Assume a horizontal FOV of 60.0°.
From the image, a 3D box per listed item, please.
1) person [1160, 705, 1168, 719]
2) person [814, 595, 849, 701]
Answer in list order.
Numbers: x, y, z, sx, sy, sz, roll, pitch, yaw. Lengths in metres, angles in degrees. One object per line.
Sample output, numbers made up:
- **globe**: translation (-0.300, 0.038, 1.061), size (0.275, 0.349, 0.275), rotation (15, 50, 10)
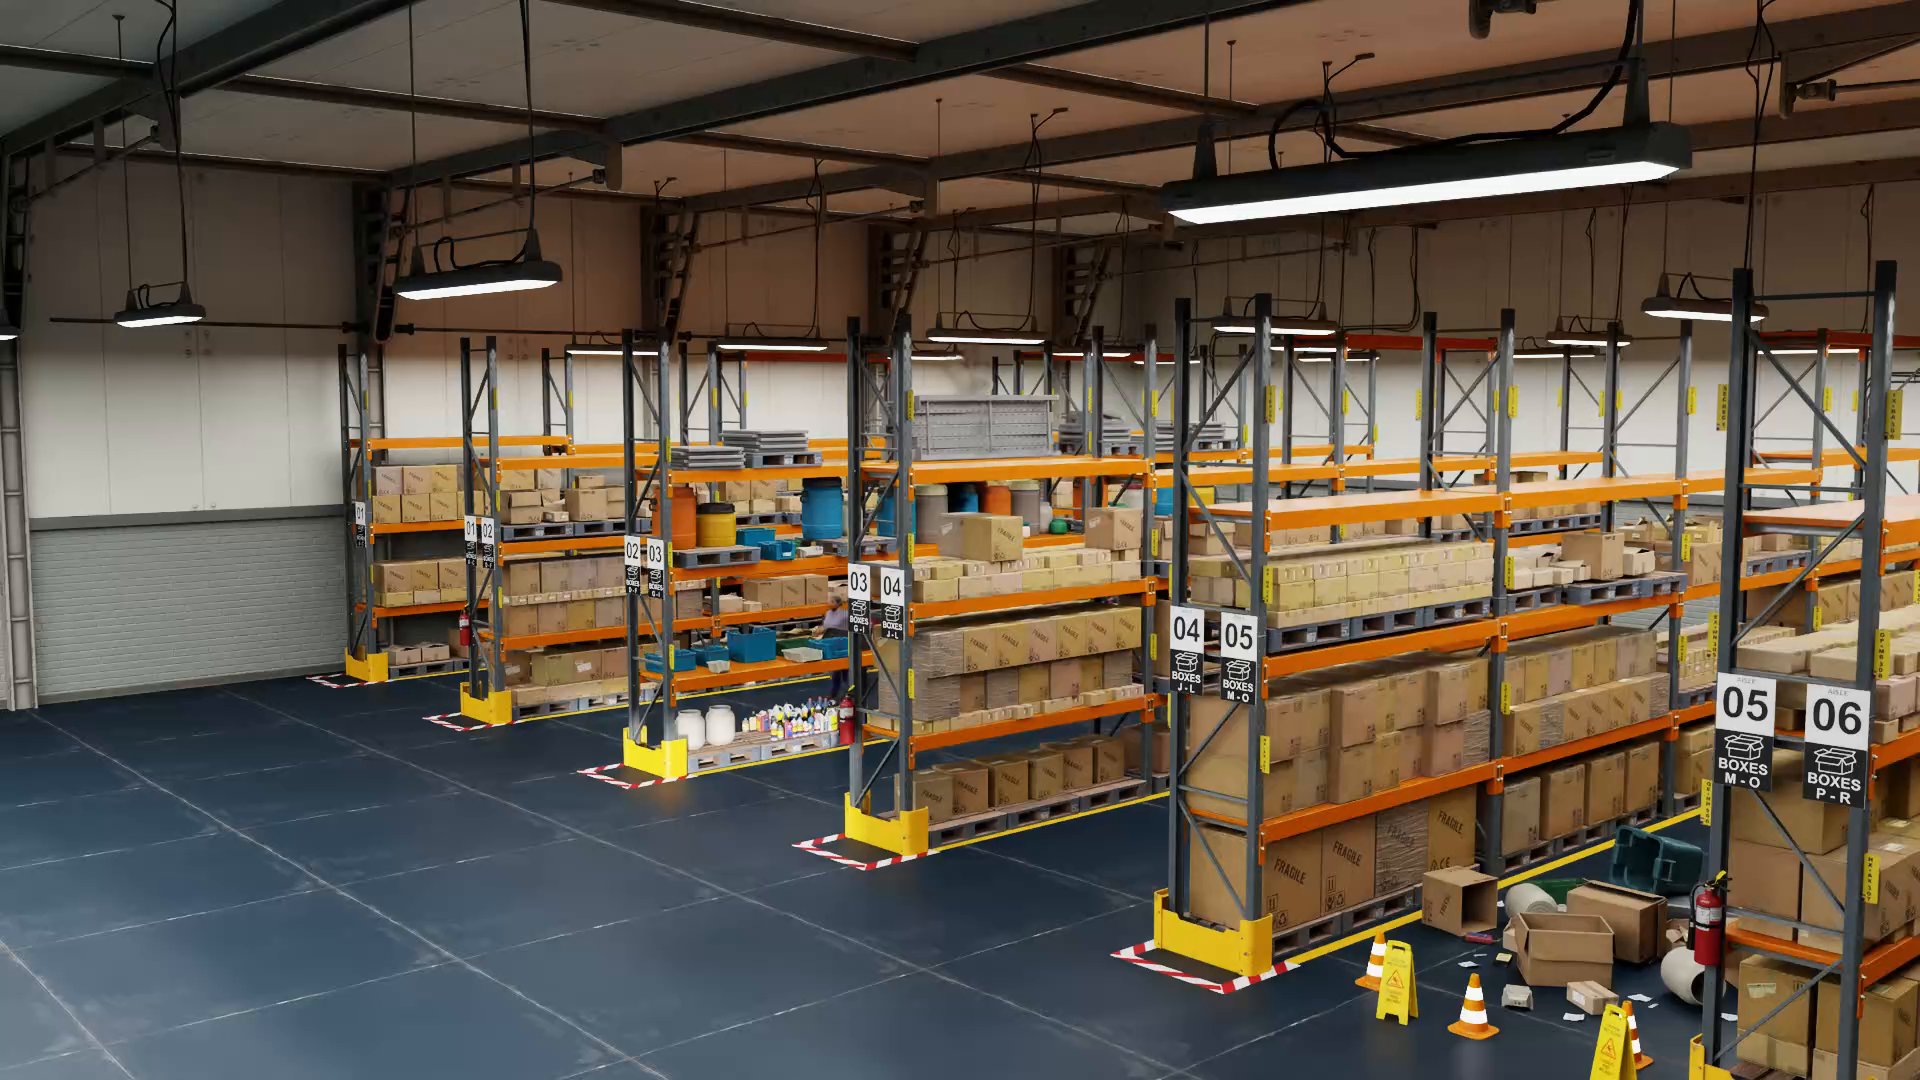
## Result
- **person**: translation (2.812, 1.925, 24.012), size (0.480, 1.756, 0.792), rotation (4, 6, 38)
- **person**: translation (-1.919, 1.700, 26.484), size (0.592, 1.672, 0.825), rotation (5, 7, 42)
